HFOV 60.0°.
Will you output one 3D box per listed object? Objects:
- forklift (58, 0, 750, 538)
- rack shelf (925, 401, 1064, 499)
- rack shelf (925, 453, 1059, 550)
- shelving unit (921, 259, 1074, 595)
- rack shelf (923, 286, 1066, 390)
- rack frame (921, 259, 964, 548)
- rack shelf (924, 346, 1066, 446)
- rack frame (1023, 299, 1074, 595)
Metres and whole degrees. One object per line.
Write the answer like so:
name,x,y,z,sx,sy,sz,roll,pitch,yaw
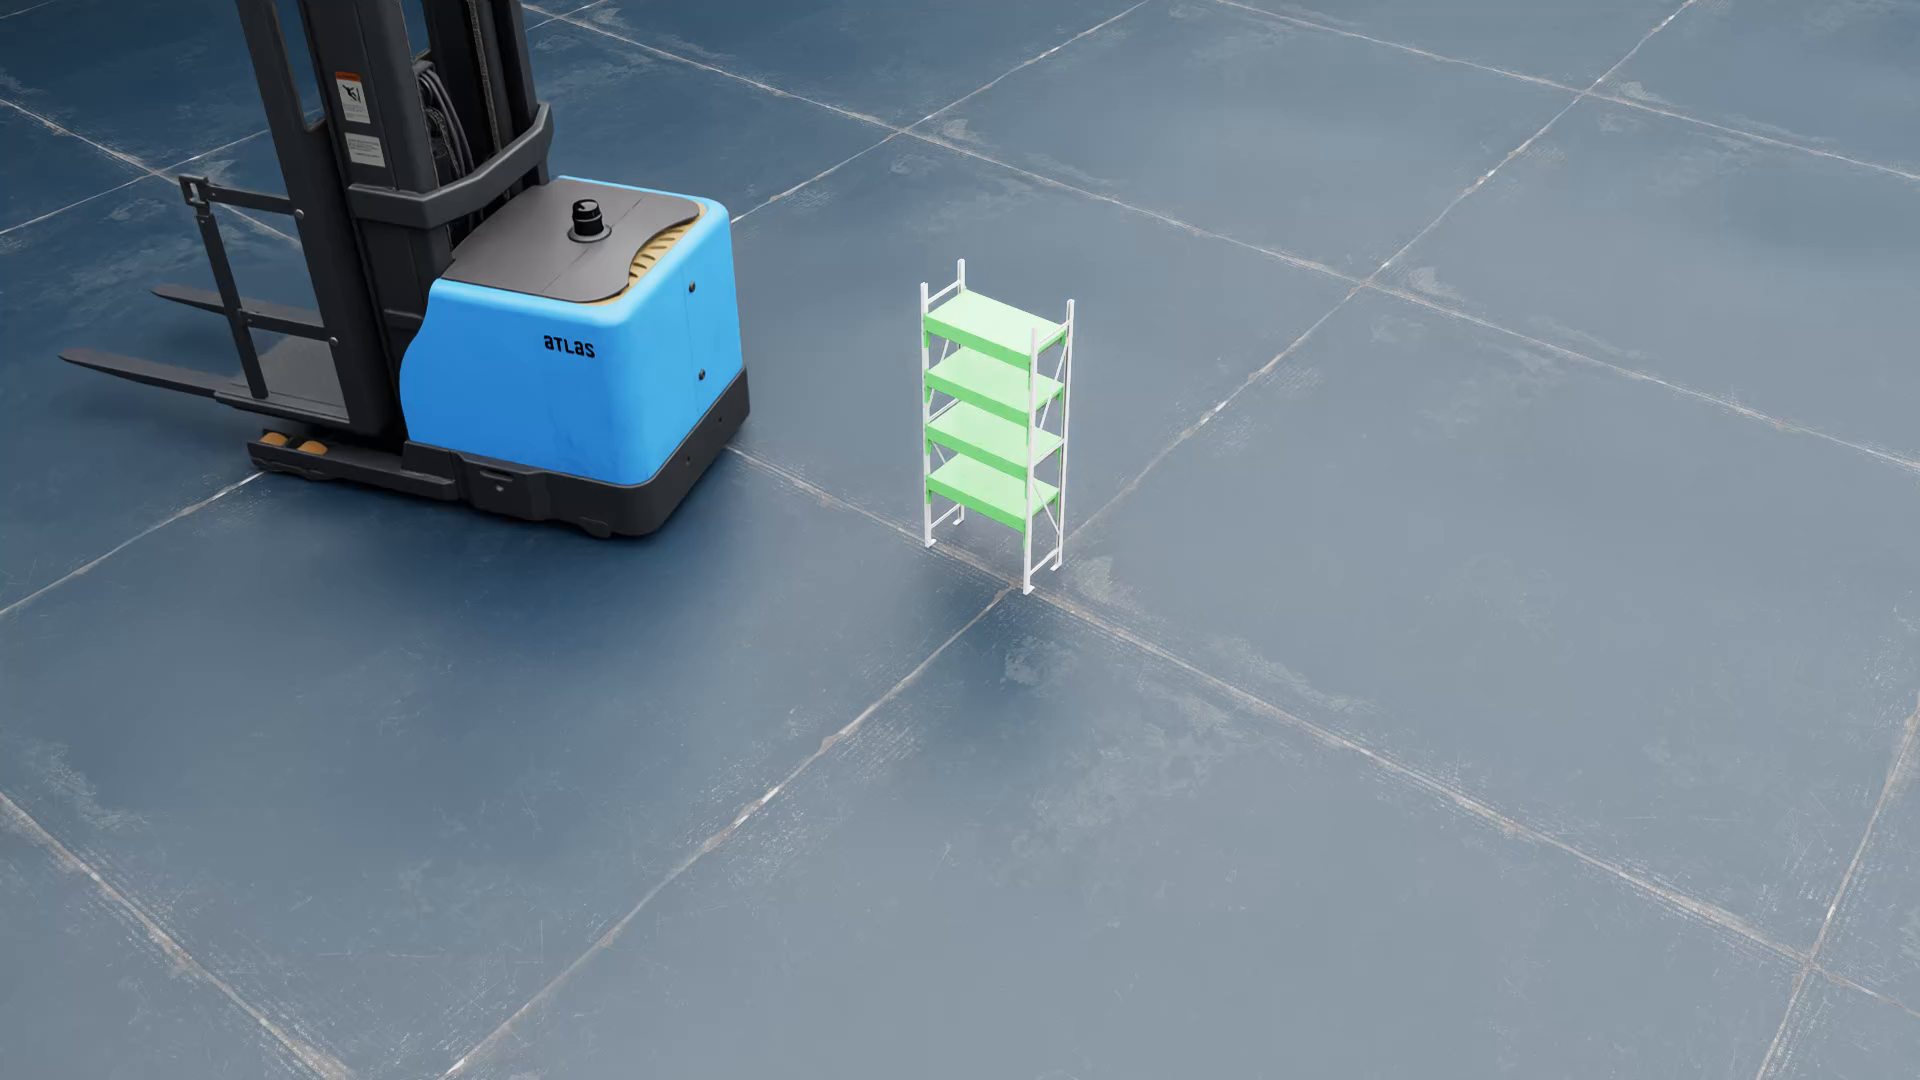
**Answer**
forklift,-2.502,-1.702,6.546,3.031,2.935,1.130,12,40,15
rack shelf,0.131,-0.360,6.340,0.480,0.148,0.258,25,45,29
rack shelf,0.131,-0.171,6.488,0.480,0.148,0.258,25,45,29
shelving unit,0.131,-0.410,6.301,0.503,1.200,0.258,25,45,29
rack shelf,0.131,-0.738,6.044,0.480,0.148,0.258,25,45,29
rack frame,-0.062,-0.502,6.418,0.015,1.200,0.240,25,45,29
rack shelf,0.131,-0.549,6.192,0.480,0.148,0.258,25,45,29
rack frame,0.325,-0.319,6.184,0.015,1.200,0.240,25,45,29
